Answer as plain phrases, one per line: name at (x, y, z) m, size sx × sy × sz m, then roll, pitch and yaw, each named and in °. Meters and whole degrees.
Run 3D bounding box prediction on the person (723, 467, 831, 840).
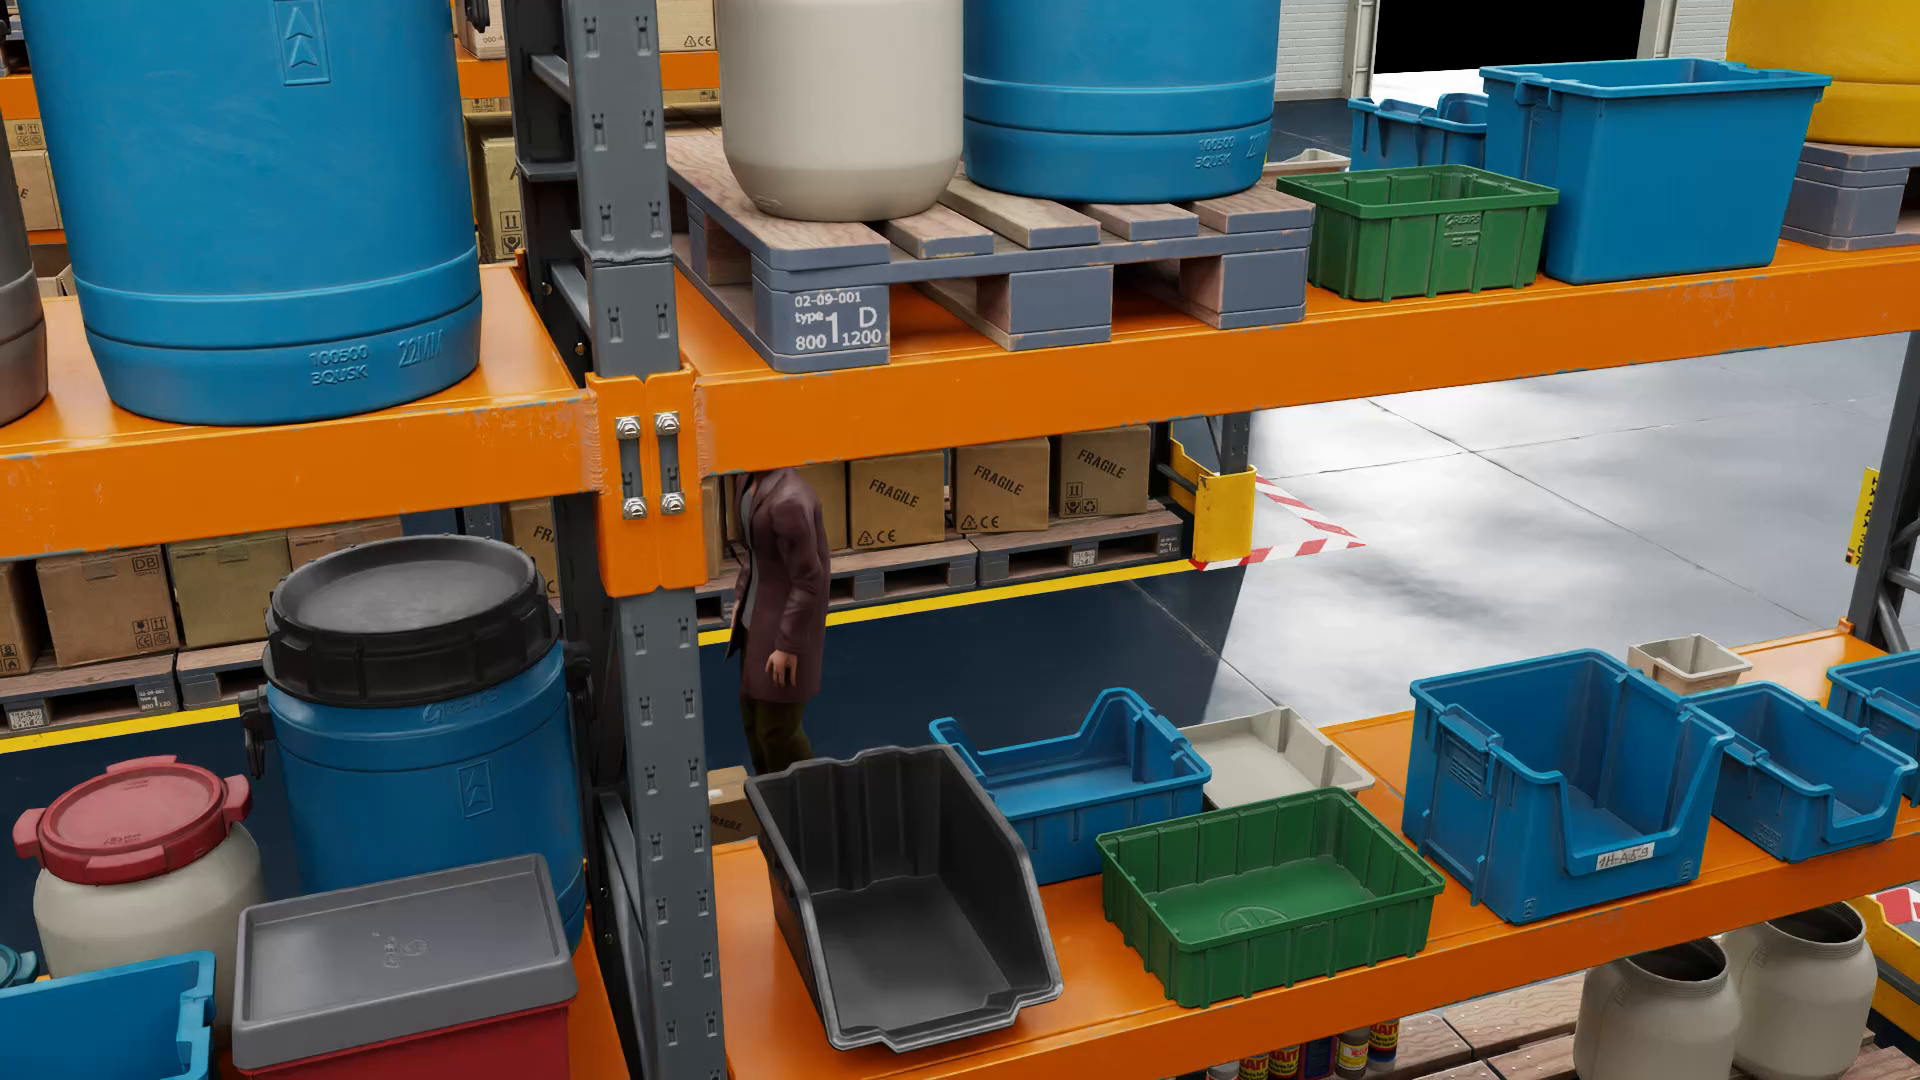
person at (-0.710, 0.326, 6.313) m, size 0.427 × 1.773 × 0.625 m, roll -9°, pitch 24°, yaw -21°
